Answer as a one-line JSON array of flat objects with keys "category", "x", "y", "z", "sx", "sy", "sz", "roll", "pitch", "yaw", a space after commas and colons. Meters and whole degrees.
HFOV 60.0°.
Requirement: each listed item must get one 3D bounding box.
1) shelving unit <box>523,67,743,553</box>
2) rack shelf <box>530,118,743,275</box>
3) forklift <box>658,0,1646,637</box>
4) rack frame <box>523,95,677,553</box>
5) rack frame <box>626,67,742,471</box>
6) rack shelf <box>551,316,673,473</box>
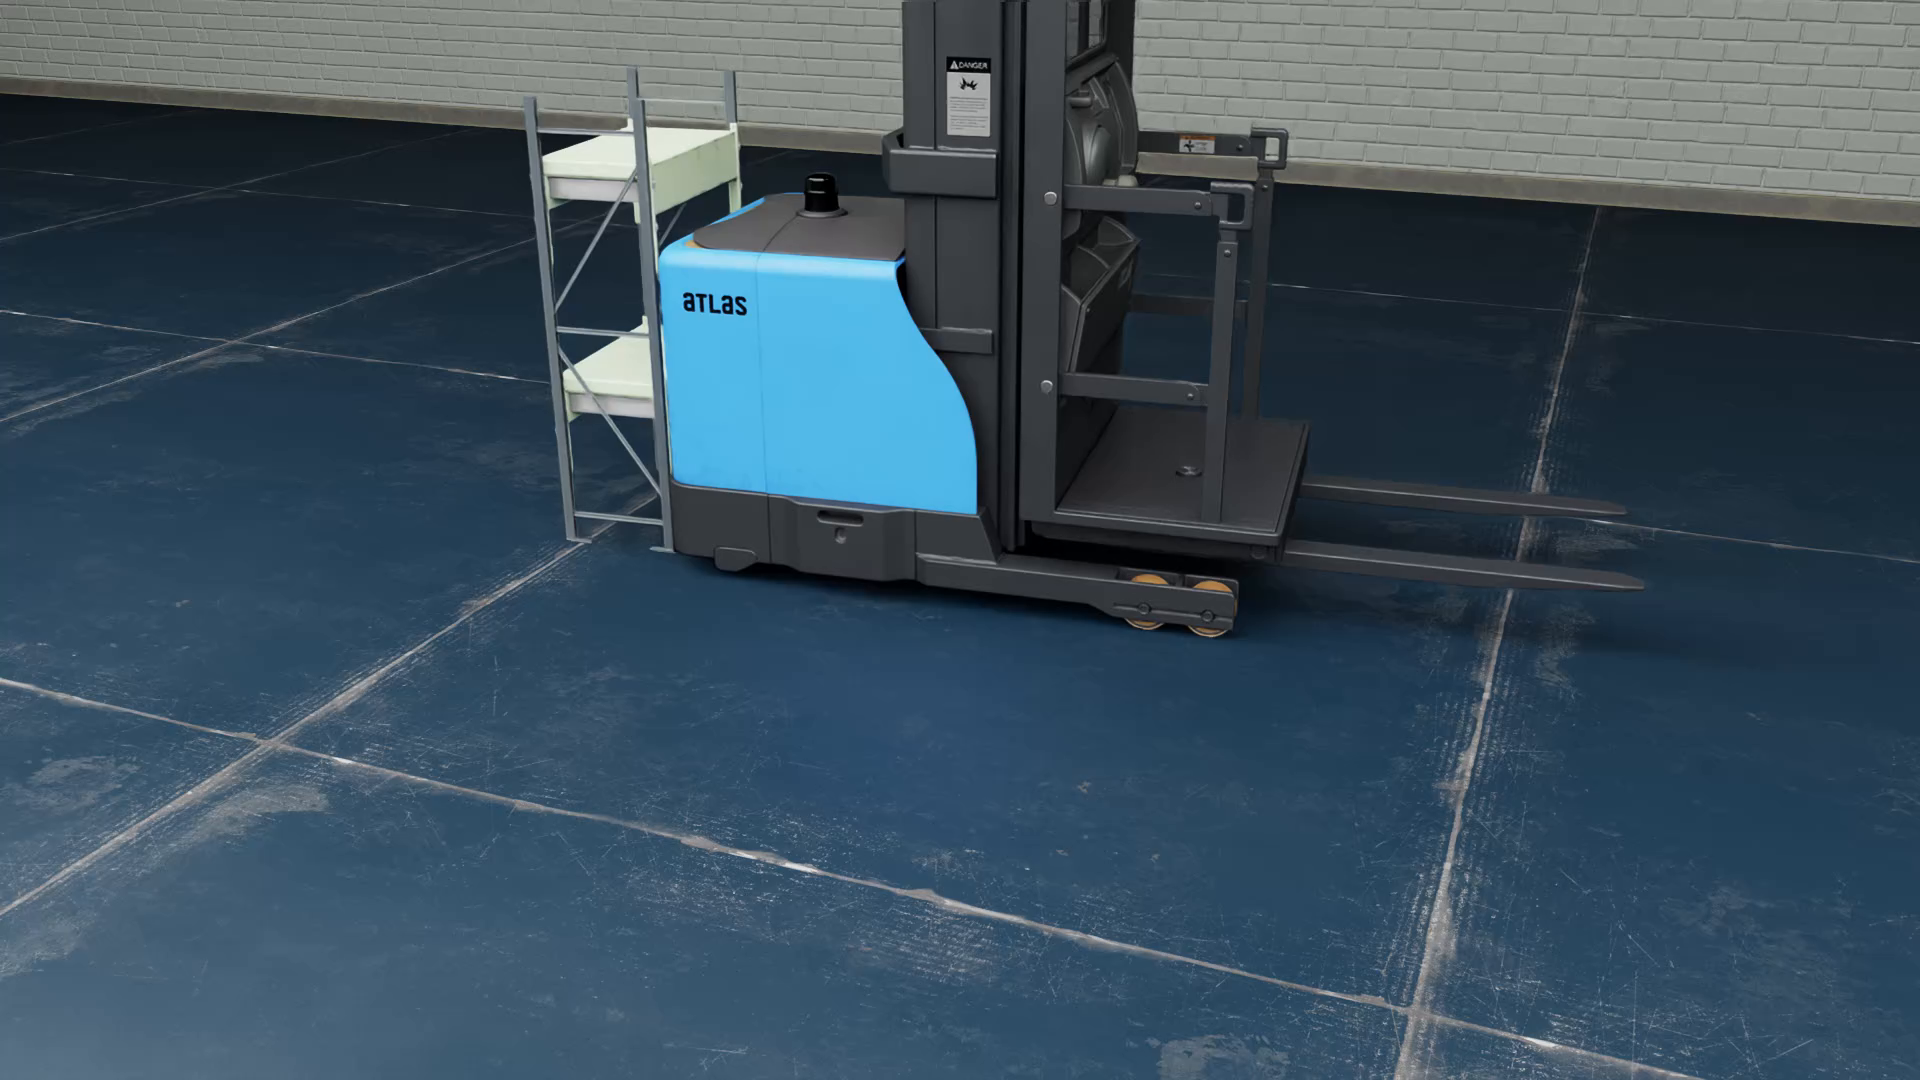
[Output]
[{"category": "shelving unit", "x": -1.066, "y": -0.807, "z": 5.737, "sx": 0.431, "sy": 1.500, "sz": 0.755, "roll": 6, "pitch": 23, "yaw": 14}, {"category": "rack shelf", "x": -1.066, "y": -1.167, "z": 5.586, "sx": 0.431, "sy": 0.370, "sz": 0.720, "roll": 6, "pitch": 23, "yaw": 14}, {"category": "forklift", "x": 0.623, "y": -1.286, "z": 5.025, "sx": 3.031, "sy": 2.935, "sz": 1.130, "roll": 6, "pitch": 23, "yaw": 14}, {"category": "rack frame", "x": -1.161, "y": -0.671, "z": 5.410, "sx": 0.400, "sy": 1.500, "sz": 0.023, "roll": 6, "pitch": 23, "yaw": 14}, {"category": "rack frame", "x": -0.972, "y": -0.944, "z": 6.063, "sx": 0.400, "sy": 1.500, "sz": 0.023, "roll": 6, "pitch": 23, "yaw": 14}, {"category": "rack shelf", "x": -1.066, "y": -0.506, "z": 5.862, "sx": 0.431, "sy": 0.370, "sz": 0.720, "roll": 6, "pitch": 23, "yaw": 14}]
